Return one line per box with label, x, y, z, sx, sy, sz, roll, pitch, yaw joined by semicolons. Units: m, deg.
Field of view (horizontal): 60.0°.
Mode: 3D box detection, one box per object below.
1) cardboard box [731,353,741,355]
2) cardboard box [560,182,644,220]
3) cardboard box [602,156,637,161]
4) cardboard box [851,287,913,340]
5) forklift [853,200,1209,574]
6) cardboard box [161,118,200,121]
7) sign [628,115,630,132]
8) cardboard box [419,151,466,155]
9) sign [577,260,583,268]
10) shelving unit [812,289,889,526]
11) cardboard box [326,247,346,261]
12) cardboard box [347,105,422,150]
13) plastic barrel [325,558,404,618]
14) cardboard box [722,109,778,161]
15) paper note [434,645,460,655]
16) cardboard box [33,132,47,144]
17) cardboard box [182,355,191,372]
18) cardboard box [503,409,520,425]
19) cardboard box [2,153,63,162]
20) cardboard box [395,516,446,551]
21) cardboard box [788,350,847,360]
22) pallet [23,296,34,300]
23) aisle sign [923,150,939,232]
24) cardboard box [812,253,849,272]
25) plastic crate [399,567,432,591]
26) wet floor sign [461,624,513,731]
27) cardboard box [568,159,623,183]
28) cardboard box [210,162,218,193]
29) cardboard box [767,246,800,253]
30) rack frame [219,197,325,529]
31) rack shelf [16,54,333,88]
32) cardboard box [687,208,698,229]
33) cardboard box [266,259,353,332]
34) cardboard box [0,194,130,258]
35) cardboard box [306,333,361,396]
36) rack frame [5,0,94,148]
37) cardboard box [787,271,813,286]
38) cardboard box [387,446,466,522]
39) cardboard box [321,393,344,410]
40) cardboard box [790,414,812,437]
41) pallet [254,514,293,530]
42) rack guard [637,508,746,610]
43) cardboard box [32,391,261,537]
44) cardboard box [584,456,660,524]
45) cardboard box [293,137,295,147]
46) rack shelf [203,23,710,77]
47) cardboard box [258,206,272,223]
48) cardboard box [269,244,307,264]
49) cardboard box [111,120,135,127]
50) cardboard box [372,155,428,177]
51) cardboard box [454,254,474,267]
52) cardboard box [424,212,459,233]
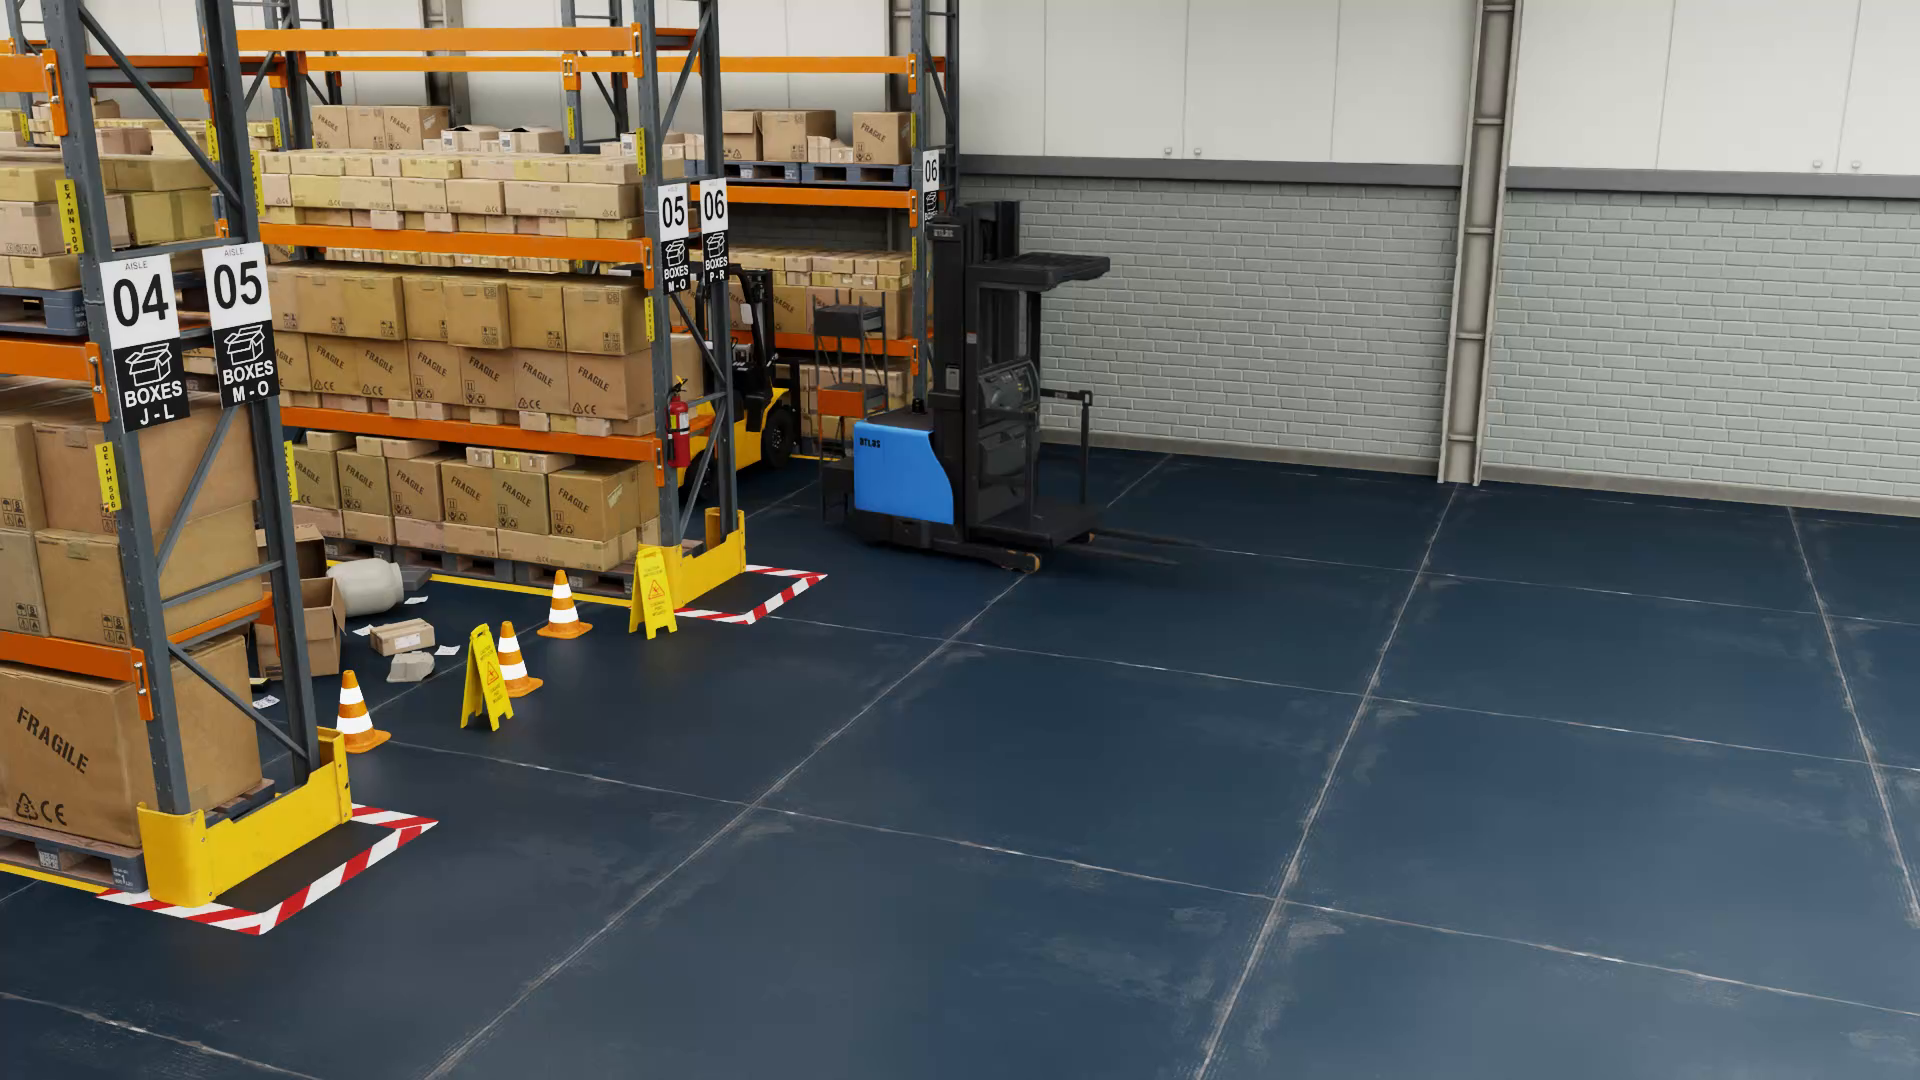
cardboard box;-2.691;-1.883;18.164;0.500;0.250;0.500;7;18;23
cardboard box;-2.636;-2.552;12.439;0.500;0.250;0.500;6;17;20
cardboard box;-2.558;-2.872;12.826;0.250;0.149;0.380;6;17;20
cardboard box;-0.798;-2.376;17.299;0.500;0.500;0.500;6;17;19
forklift;0.592;-1.296;13.879;3.031;2.935;1.130;10;19;30
cardboard box;-9.642;-5.135;20.585;0.250;0.149;0.380;7;17;22
sign;-3.763;-4.626;18.779;0.005;0.325;0.100;6;17;21
cardboard box;-4.176;-3.079;13.540;0.250;0.149;0.380;6;17;21
sign;-4.155;-3.131;18.145;0.005;0.325;0.100;6;17;21
shelving unit;-0.956;-1.160;14.882;0.503;2.100;0.431;7;18;28
cardboard box;-7.249;-3.388;19.621;0.250;0.149;0.380;7;17;22
cardboard box;-6.595;-4.740;19.127;0.500;0.500;0.700;6;17;20
plastic barrel;-4.538;0.360;12.673;0.512;0.421;0.421;-9;18;-27
cardboard box;-2.191;-4.268;17.498;0.637;0.503;0.797;7;18;22
paper note;-3.671;0.787;11.907;0.142;0.019;0.148;0;16;1
cardboard box;-11.275;-5.009;20.687;0.250;0.149;0.380;7;17;21
cardboard box;-6.601;-1.561;14.368;0.250;0.149;0.380;6;17;19
cardboard box;-3.432;-1.030;13.294;0.250;0.149;0.380;7;17;21
cardboard box;-4.683;-1.911;8.585;0.250;0.149;0.380;6;17;21
cardboard box;-4.338;-0.113;13.861;0.500;0.250;0.500;6;17;20
cardboard box;-1.549;-1.910;18.257;0.500;0.250;0.500;6;17;20
pallet;-5.617;-1.360;8.755;1.213;0.211;1.003;6;17;21
aisle sign;-0.290;-3.512;16.726;0.004;0.787;0.394;6;17;21
cardboard box;-1.353;-2.912;17.448;0.250;0.149;0.380;6;17;21
plastic crate;-4.623;0.308;13.469;0.583;0.080;0.402;0;16;1
wet floor sign;-3.030;0.856;10.568;0.232;0.644;0.267;3;17;11
cardboard box;-2.710;-2.755;12.425;0.250;0.149;0.380;7;17;22
cardboard box;-6.379;-3.060;13.969;0.500;0.250;0.500;6;17;20
cardboard box;-1.906;-3.104;18.108;0.250;0.149;0.380;6;17;21
rack frame;-5.783;-1.467;14.348;0.127;3.000;1.000;6;17;21
rack shelf;-9.546;-5.712;20.218;4.000;0.370;1.077;6;17;21
cardboard box;-2.251;-2.496;12.962;0.250;0.149;0.380;6;17;21
cardboard box;-5.453;-2.037;13.805;0.500;0.500;0.700;6;17;20
cardboard box;-4.342;-1.503;7.892;0.500;0.250;0.500;7;17;21
cardboard box;-5.000;-1.496;13.733;0.500;0.500;0.500;6;17;20
rack frame;-11.407;-6.455;20.766;0.127;3.000;1.000;6;17;21
cardboard box;-1.629;-2.773;17.501;0.250;0.149;0.380;6;17;19
cardboard box;-4.349;-0.473;13.757;0.500;0.500;0.500;7;18;24
cardboard box;-5.095;-1.200;13.877;0.250;0.149;0.380;6;17;20
cardboard box;-1.718;-1.300;17.951;0.500;0.250;0.500;6;17;21
pallet;-6.507;-0.208;15.010;1.213;0.211;1.003;6;17;21
rack guard;-2.132;0.134;13.314;0.348;0.500;1.175;6;17;21
cardboard box;-4.115;-0.403;8.475;0.550;0.550;0.875;6;17;21
cardboard box;-2.733;-0.456;13.698;0.500;0.500;0.500;6;17;19
cardboard box;-7.938;-4.824;20.083;0.250;0.149;0.380;6;17;21
rack shelf;-3.922;-3.797;12.908;4.000;0.370;1.077;6;17;21
cardboard box;-5.580;-2.691;13.633;0.250;0.149;0.380;6;17;20
cardboard box;-8.107;-3.507;20.442;0.500;0.500;0.500;7;18;23
cardboard box;-10.066;-5.028;20.216;0.250;0.149;0.380;6;17;21
cardboard box;-4.378;-2.934;13.041;0.250;0.149;0.380;6;17;20
cardboard box;-5.564;-3.215;19.025;0.250;0.149;0.380;6;17;21
cardboard box;-3.941;-2.488;12.933;0.250;0.149;0.380;6;17;20
